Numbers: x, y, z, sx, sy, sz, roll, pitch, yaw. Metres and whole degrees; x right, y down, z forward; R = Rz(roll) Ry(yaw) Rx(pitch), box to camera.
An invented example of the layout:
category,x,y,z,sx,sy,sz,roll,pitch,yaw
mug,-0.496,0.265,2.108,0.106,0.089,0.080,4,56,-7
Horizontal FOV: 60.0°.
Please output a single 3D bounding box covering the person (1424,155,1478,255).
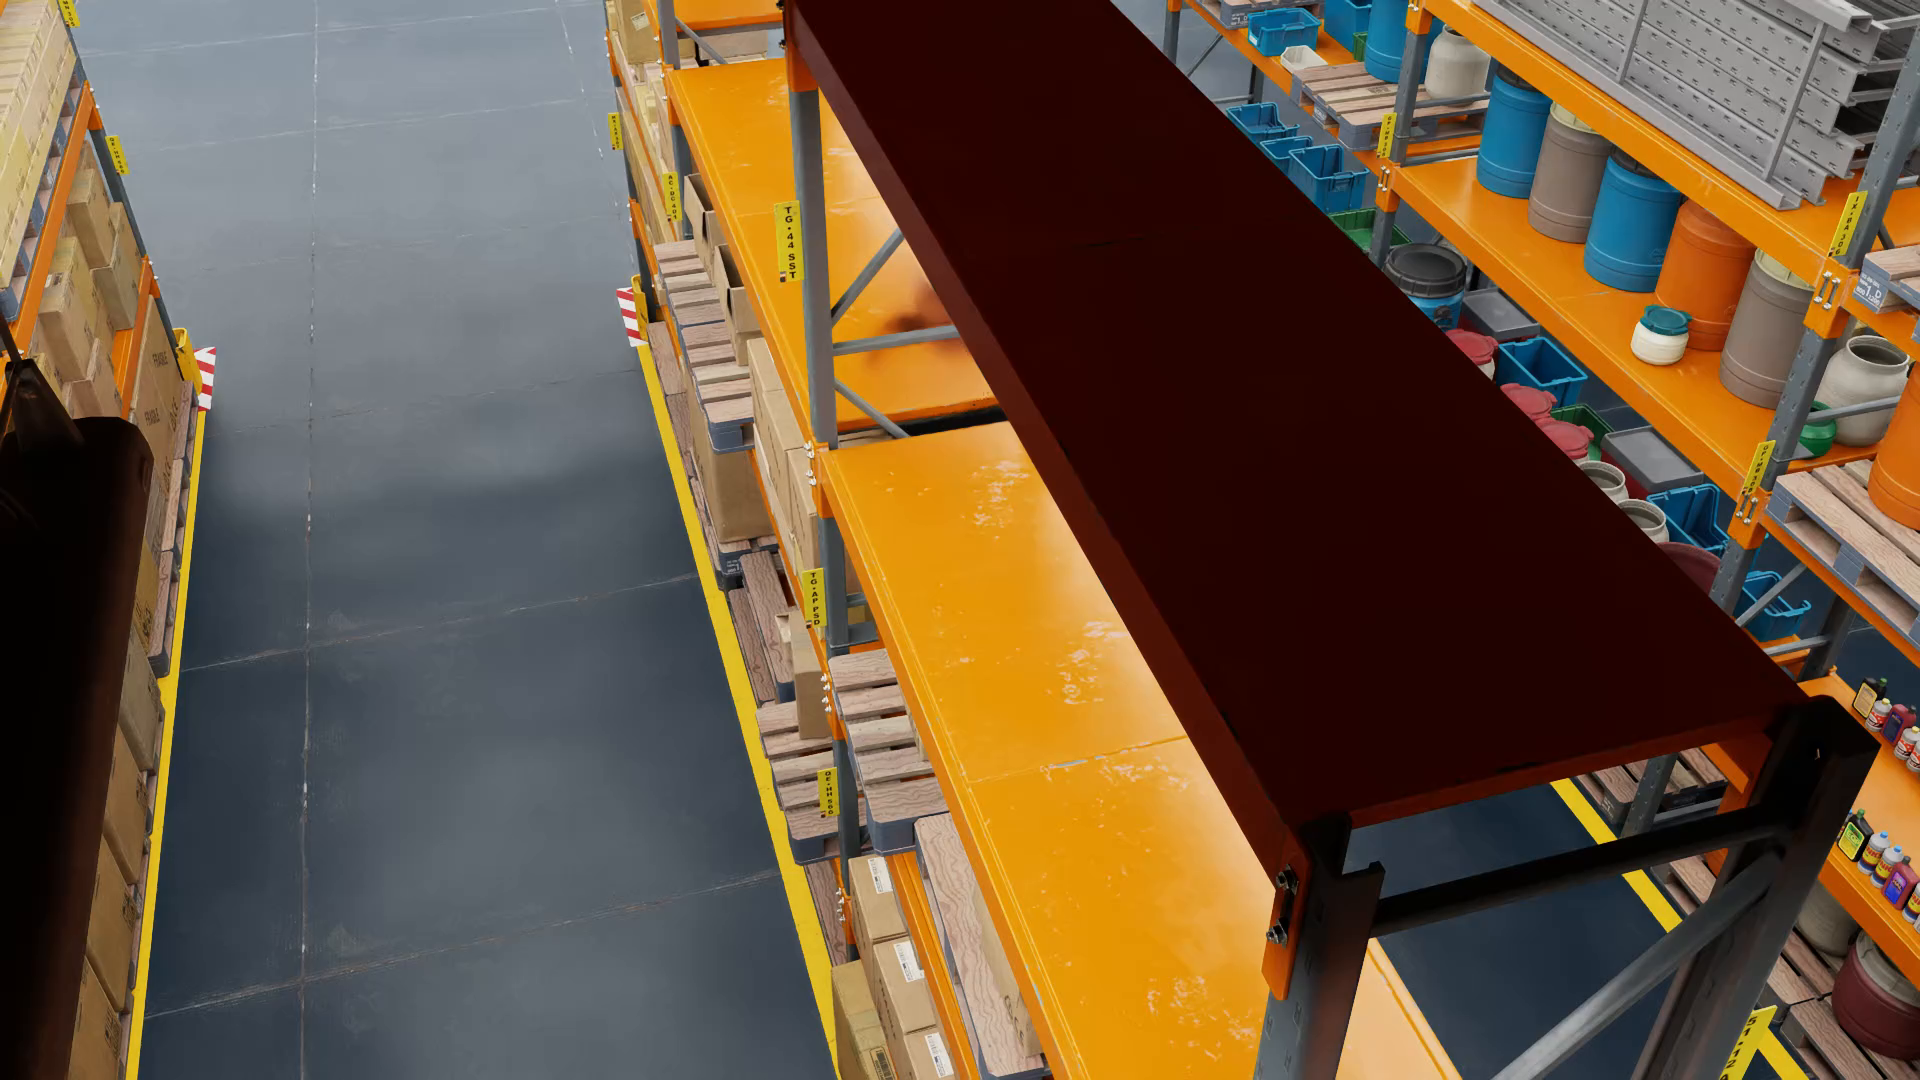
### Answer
category,x,y,z,sx,sy,sz,roll,pitch,yaw
person,4.514,-3.026,15.238,0.653,1.816,0.864,-5,39,-7
